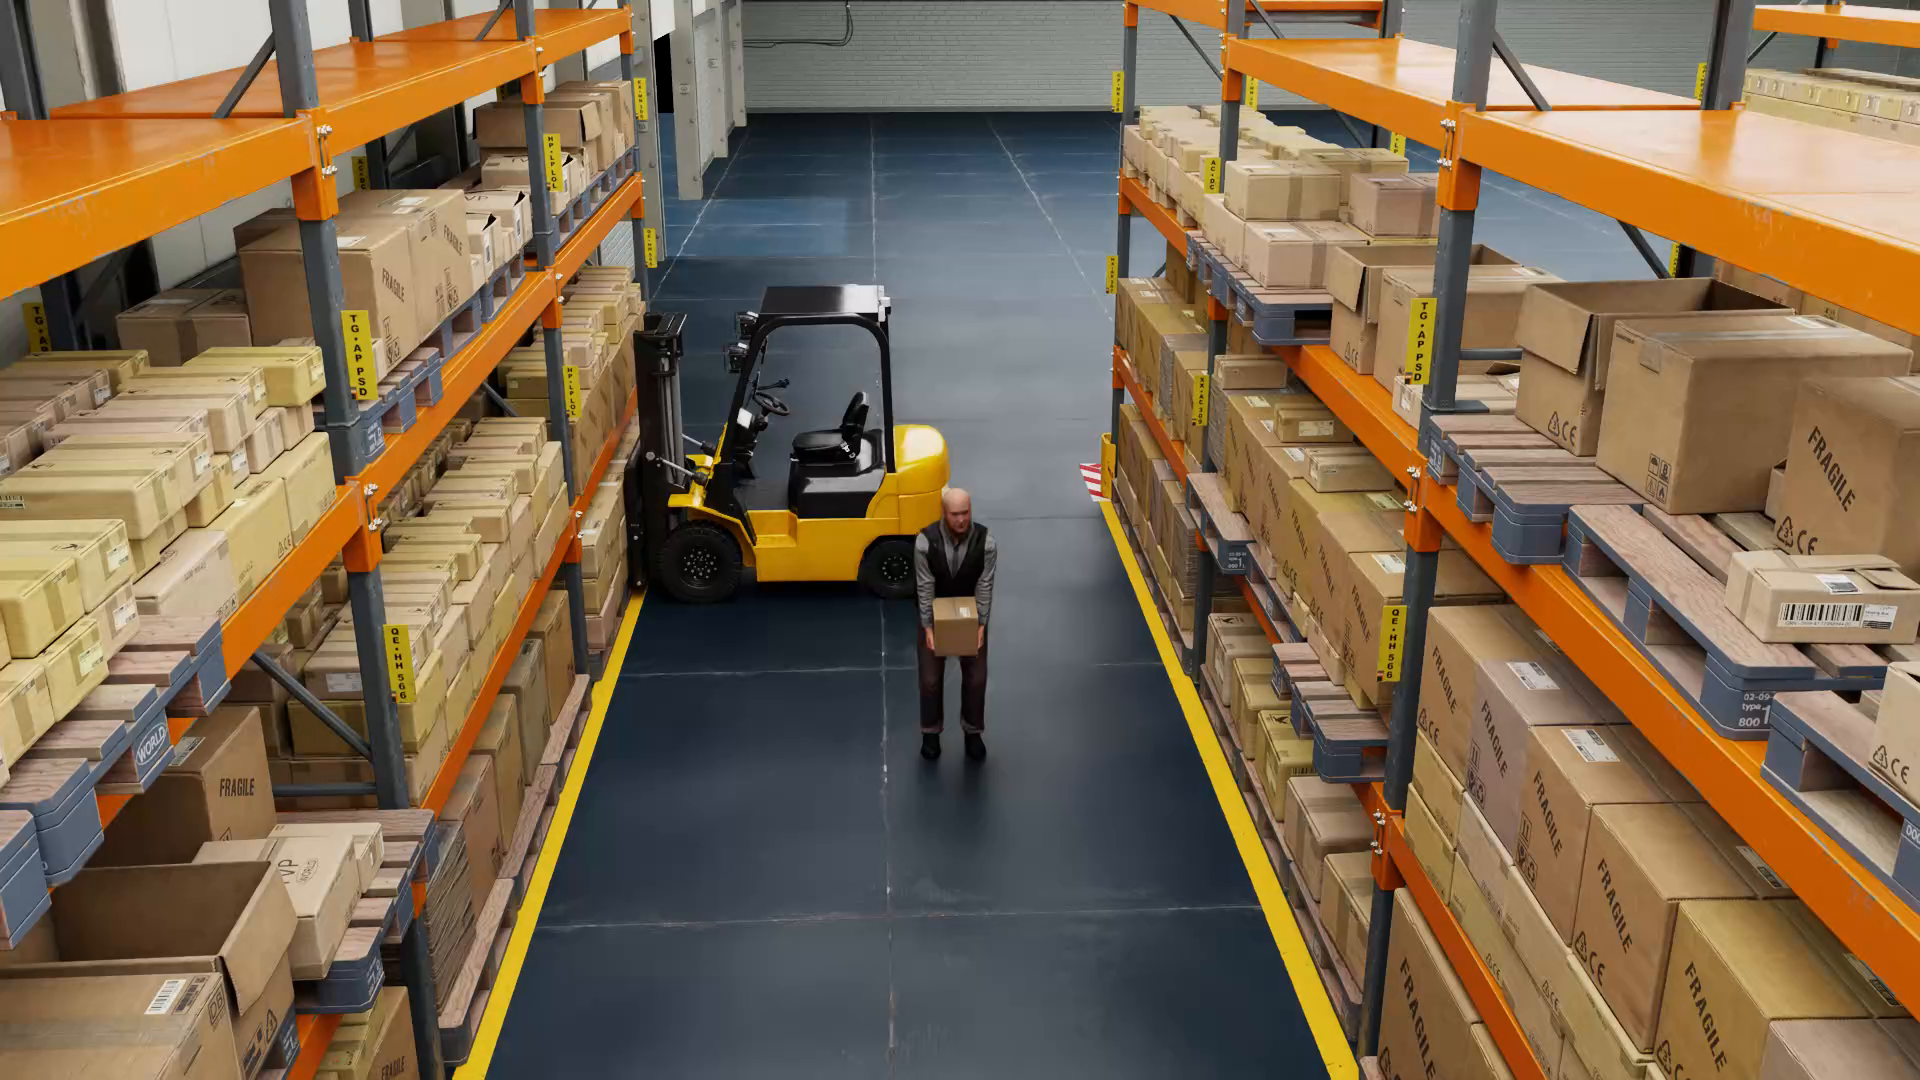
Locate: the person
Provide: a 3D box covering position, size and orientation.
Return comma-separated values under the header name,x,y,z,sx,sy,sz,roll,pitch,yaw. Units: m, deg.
name,x,y,z,sx,sy,sz,roll,pitch,yaw
person,-0.026,0.496,9.802,0.486,1.703,0.581,-1,20,-4
